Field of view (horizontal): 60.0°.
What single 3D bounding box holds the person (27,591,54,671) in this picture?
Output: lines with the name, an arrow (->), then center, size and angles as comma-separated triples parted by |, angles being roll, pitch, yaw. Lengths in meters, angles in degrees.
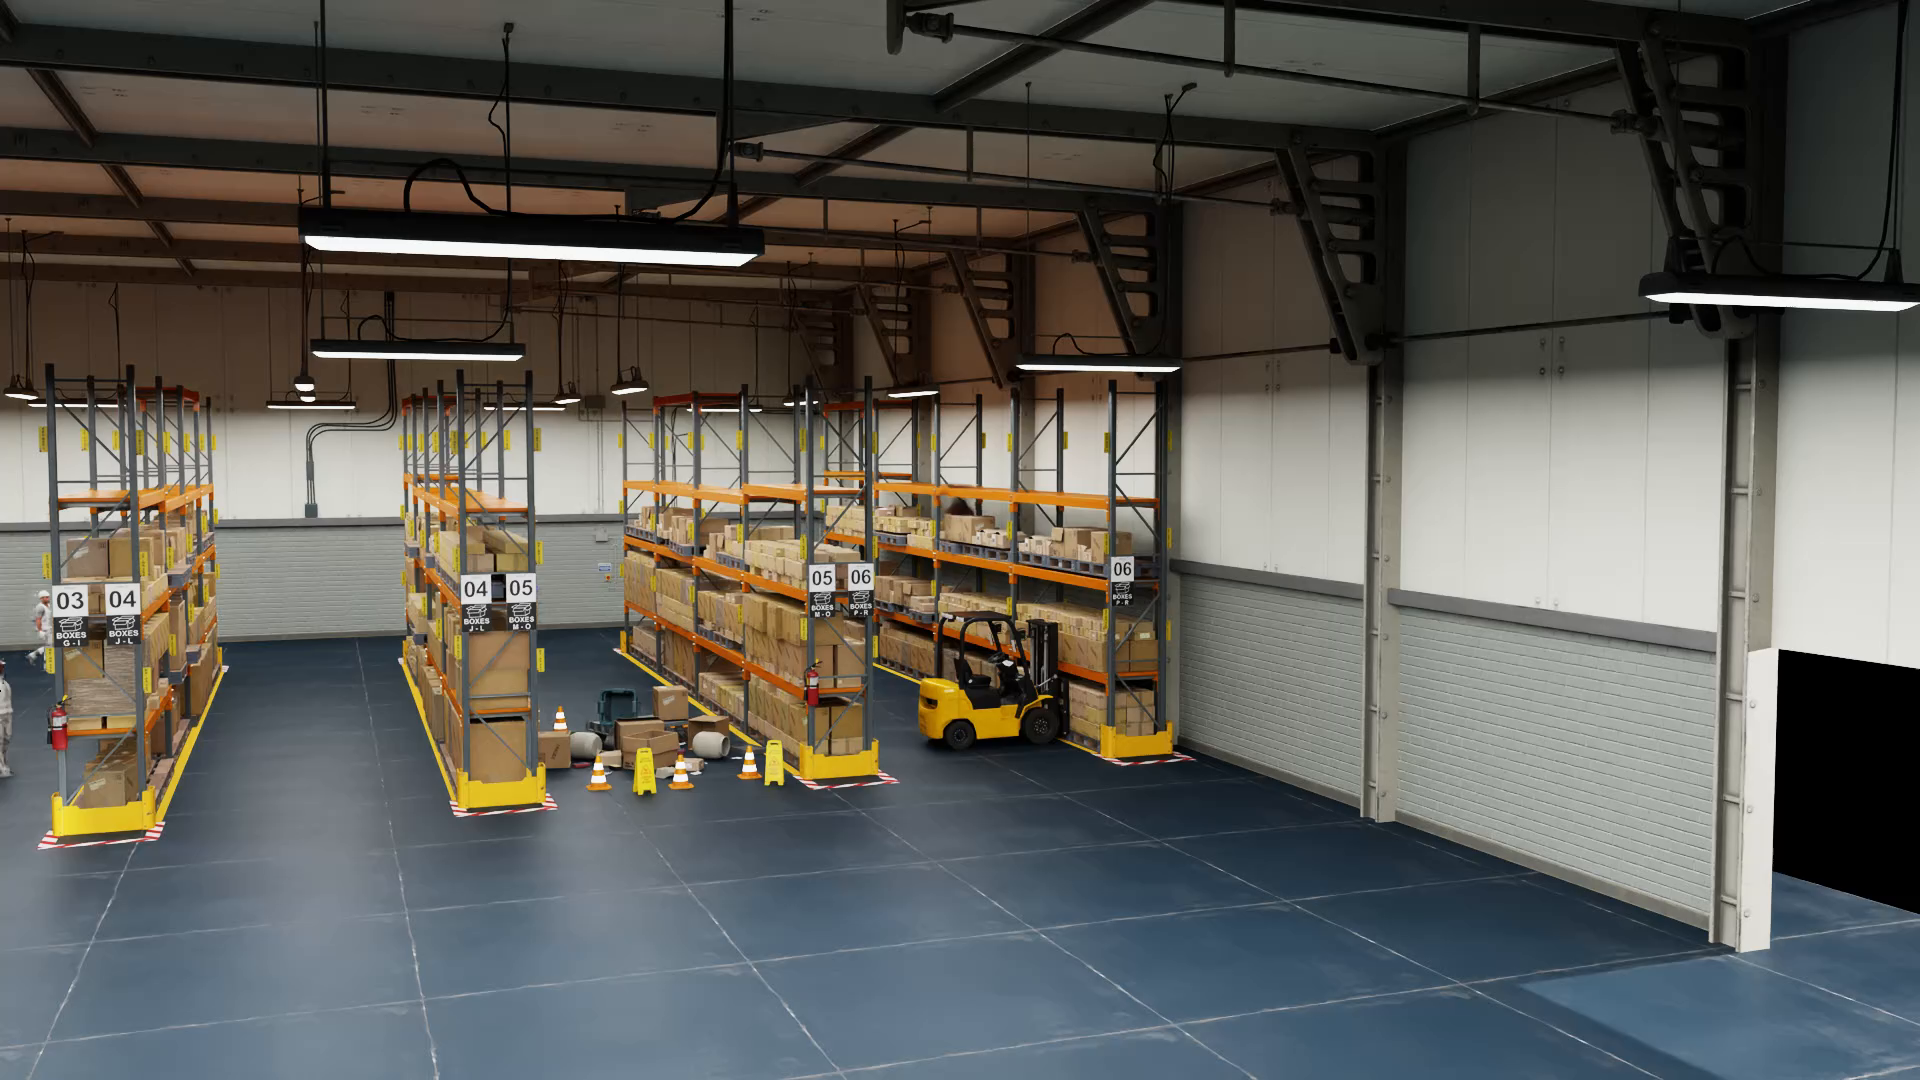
person -> -20.013, 1.979, 36.281 | 0.608, 1.755, 0.613 | -1, 4, -19

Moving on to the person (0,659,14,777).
person -> -14.477, 2.672, 25.145 | 0.594, 1.825, 0.567 | 1, 3, 9
